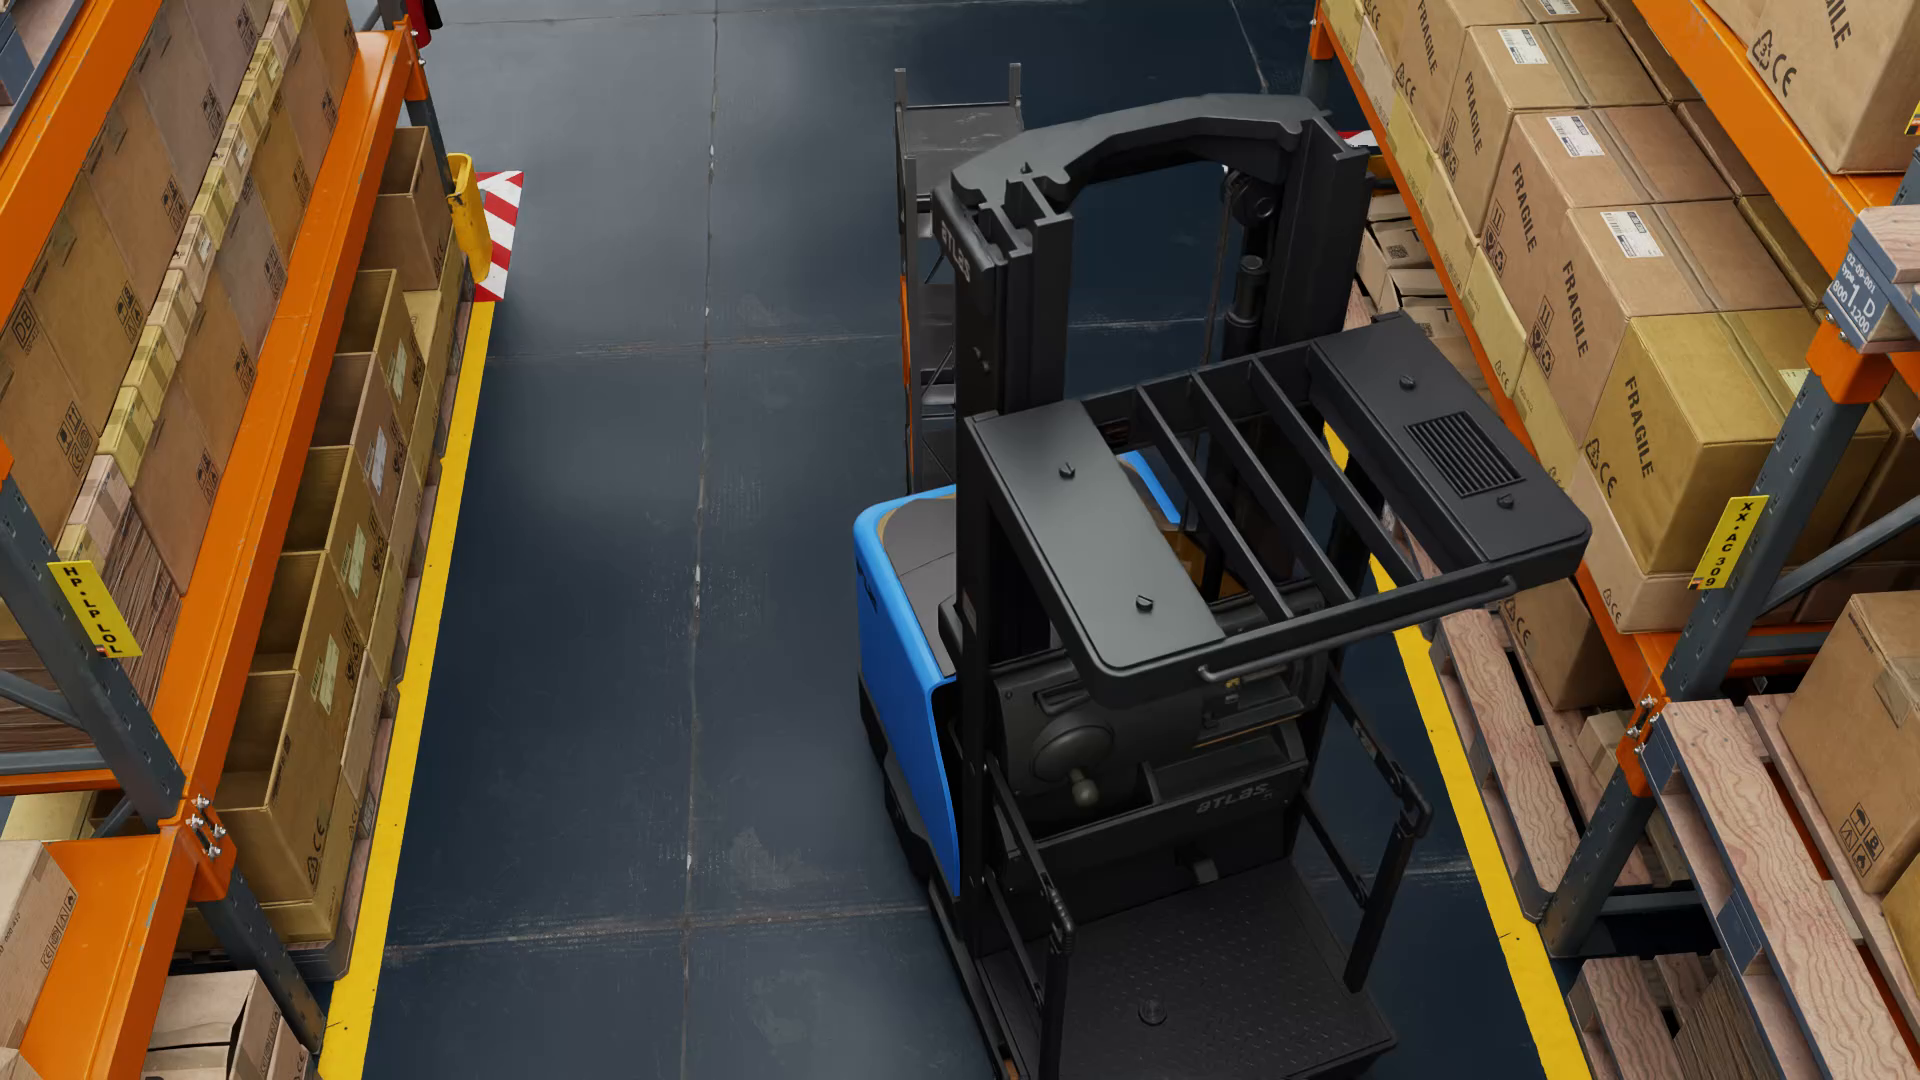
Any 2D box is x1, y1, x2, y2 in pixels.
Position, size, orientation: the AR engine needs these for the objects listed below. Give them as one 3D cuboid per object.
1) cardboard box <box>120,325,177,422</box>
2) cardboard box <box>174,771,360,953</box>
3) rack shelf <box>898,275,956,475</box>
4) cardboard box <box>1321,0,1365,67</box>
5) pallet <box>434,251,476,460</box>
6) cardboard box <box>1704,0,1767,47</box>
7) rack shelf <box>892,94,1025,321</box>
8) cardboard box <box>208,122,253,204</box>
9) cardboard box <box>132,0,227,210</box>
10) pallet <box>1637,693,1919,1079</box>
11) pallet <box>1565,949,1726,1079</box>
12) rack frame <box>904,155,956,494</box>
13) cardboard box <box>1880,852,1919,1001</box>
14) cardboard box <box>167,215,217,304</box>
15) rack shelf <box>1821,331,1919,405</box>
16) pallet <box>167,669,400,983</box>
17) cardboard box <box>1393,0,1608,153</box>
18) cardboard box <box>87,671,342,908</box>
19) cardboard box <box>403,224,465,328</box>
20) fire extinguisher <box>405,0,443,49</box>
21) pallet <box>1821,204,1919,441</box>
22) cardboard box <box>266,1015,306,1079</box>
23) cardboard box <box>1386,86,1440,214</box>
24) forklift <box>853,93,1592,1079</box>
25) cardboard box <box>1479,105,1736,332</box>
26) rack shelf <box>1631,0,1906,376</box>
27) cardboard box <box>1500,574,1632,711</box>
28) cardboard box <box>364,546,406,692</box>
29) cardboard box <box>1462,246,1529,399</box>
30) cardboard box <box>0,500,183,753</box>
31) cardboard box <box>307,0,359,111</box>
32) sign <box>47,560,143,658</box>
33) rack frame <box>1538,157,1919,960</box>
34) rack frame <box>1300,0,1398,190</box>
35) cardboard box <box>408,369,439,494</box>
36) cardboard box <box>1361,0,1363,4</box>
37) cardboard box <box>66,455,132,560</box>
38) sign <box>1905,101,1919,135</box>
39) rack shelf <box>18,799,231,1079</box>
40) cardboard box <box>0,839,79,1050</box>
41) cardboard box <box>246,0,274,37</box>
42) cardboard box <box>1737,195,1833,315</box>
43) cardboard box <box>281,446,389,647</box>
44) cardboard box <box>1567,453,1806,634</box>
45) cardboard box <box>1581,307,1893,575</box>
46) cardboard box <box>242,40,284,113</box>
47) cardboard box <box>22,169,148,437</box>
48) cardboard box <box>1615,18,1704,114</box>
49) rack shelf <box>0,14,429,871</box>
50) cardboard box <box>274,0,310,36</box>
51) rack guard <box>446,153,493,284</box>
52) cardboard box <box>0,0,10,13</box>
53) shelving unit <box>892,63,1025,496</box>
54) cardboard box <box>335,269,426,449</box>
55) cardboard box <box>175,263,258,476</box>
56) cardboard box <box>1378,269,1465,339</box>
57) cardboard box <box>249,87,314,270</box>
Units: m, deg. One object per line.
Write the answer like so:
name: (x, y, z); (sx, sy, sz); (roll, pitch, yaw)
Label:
cardboard box: (-2.408, -0.449, 4.594); (0.380, 0.149, 0.250); (-4, 47, -4)
cardboard box: (-2.247, 1.019, 5.323); (0.500, 0.250, 0.500); (-3, 47, -3)
rack shelf: (0.014, -0.593, 5.884); (0.431, 0.518, 0.480); (-3, 47, -3)
cardboard box: (1.815, -2.208, 6.865); (0.500, 0.250, 0.500); (-5, 47, -4)
pallet: (-2.740, -0.812, 7.374); (1.003, 0.211, 1.213); (-3, 47, -3)
cardboard box: (2.107, -1.521, 3.976); (0.500, 0.500, 0.500); (-7, 47, -7)
rack shelf: (0.014, -1.074, 5.376); (0.431, 0.518, 0.480); (-3, 47, -3)
cardboard box: (-2.492, -1.192, 5.298); (0.380, 0.149, 0.250); (-4, 47, -4)
cardboard box: (-2.680, -1.318, 4.970); (0.700, 0.500, 0.500); (-3, 47, -3)
pallet: (2.344, 0.896, 3.967); (1.003, 0.211, 1.213); (-3, 47, -3)
pallet: (2.492, 1.791, 4.909); (1.003, 0.211, 1.213); (-3, 47, -3)
rack frame: (0.034, -0.426, 5.707); (0.400, 2.100, 0.015); (-3, 47, -3)
cardboard box: (2.474, 0.858, 3.500); (0.700, 0.500, 0.500); (1, 47, 1)
cardboard box: (-2.452, -0.823, 4.948); (0.380, 0.149, 0.250); (-5, 47, -4)
rack shelf: (2.593, 0.931, 2.231); (1.077, 0.370, 4.000); (-3, 47, -3)
pallet: (-2.535, 0.953, 5.702); (1.003, 0.211, 1.213); (-3, 47, -3)
cardboard box: (1.899, -1.743, 5.907); (0.500, 0.500, 0.500); (-5, 47, -5)
cardboard box: (-2.237, 0.761, 5.051); (0.500, 0.500, 0.500); (-3, 47, -3)
cardboard box: (-2.506, -1.151, 7.378); (0.500, 0.250, 0.500); (-3, 47, -3)
fire extinguisher: (-2.393, -2.409, 7.019); (0.296, 0.674, 0.183); (-3, 47, -3)
pallet: (2.371, -0.245, 2.980); (1.213, 0.211, 1.003); (-3, 47, -3)
cardboard box: (-2.187, 1.656, 4.720); (0.500, 0.250, 0.500); (-4, 47, -4)
cardboard box: (1.909, -1.465, 6.161); (0.500, 0.250, 0.500); (-4, 47, -4)
forklift: (0.620, 0.517, 4.242); (1.130, 2.935, 3.031); (-15, 48, -14)
cardboard box: (1.999, -0.994, 5.198); (0.500, 0.500, 0.500); (-5, 47, -4)
rack shelf: (2.258, -1.963, 4.972); (1.077, 0.370, 4.000); (-3, 47, -3)
cardboard box: (2.299, 0.228, 5.886); (0.500, 0.500, 0.500); (-7, 47, -6)
cardboard box: (-2.321, 0.295, 6.009); (0.500, 0.250, 0.500); (-3, 47, -3)
cardboard box: (1.993, -0.735, 5.470); (0.500, 0.250, 0.500); (-4, 47, -4)
cardboard box: (-2.554, 0.217, 4.409); (0.700, 0.500, 0.500); (-5, 47, -4)
cardboard box: (-2.819, -2.018, 6.526); (0.700, 0.500, 0.500); (-3, 47, -3)
sign: (-1.971, 0.161, 3.788); (0.100, 0.325, 0.005); (-3, 47, -3)
rack frame: (2.425, 0.269, 4.430); (1.000, 3.000, 0.127); (-3, 47, -3)
rack frame: (2.090, -2.626, 7.171); (1.000, 3.000, 0.127); (-3, 47, -3)
cardboard box: (-2.409, -0.428, 6.694); (0.500, 0.250, 0.500); (-3, 47, -3)
cardboard box: (1.831, -2.475, 6.601); (0.500, 0.500, 0.500); (-3, 47, -3)
cardboard box: (-2.361, -0.073, 4.237); (0.380, 0.149, 0.250); (-3, 47, -3)
sign: (1.885, -0.902, 3.116); (0.100, 0.325, 0.005); (-3, 47, -3)
rack shelf: (-2.343, 2.267, 3.033); (1.077, 0.370, 4.000); (-3, 47, -3)
cardboard box: (-2.426, 0.977, 3.862); (0.500, 0.250, 0.500); (-1, 47, -1)
cardboard box: (-2.765, -2.045, 5.659); (0.700, 0.500, 0.500); (-5, 47, -4)
cardboard box: (2.555, -0.672, 4.893); (0.500, 0.500, 0.500); (-4, 47, -4)
cardboard box: (-2.321, 0.037, 5.737); (0.500, 0.500, 0.500); (-3, 47, -3)
cardboard box: (2.084, -0.011, 4.784); (0.500, 0.250, 0.500); (-3, 47, -3)
cardboard box: (2.078, -0.268, 4.511); (0.500, 0.500, 0.500); (-4, 47, -3)
cardboard box: (-2.538, -1.568, 5.653); (0.380, 0.149, 0.250); (-2, 47, -2)
cardboard box: (-2.598, -0.594, 4.285); (0.700, 0.500, 0.500); (-4, 47, -3)
cardboard box: (2.464, -1.408, 5.590); (0.500, 0.500, 0.500); (-3, 47, -3)
rack shelf: (-2.678, -0.627, 5.774); (1.077, 0.370, 4.000); (-3, 47, -3)
cardboard box: (-2.579, -1.940, 6.006); (0.380, 0.149, 0.250); (-4, 47, -4)
rack guard: (-2.848, -1.480, 7.807); (1.175, 0.500, 0.348); (-3, 47, -3)
cardboard box: (-2.335, -1.392, 3.612); (0.500, 0.311, 0.500); (-6, 47, -5)
shelving unit: (0.014, -0.602, 5.874); (0.431, 2.100, 0.503); (-3, 47, -3)
cardboard box: (-2.406, -0.686, 6.422); (0.500, 0.500, 0.500); (-3, 47, -3)
cardboard box: (-2.643, -0.527, 5.114); (0.700, 0.500, 0.500); (-3, 47, -3)
cardboard box: (2.106, -0.934, 7.117); (0.500, 0.311, 0.500); (0, 47, 0)
cardboard box: (-2.735, -1.278, 5.826); (0.700, 0.500, 0.500); (-3, 47, -3)
